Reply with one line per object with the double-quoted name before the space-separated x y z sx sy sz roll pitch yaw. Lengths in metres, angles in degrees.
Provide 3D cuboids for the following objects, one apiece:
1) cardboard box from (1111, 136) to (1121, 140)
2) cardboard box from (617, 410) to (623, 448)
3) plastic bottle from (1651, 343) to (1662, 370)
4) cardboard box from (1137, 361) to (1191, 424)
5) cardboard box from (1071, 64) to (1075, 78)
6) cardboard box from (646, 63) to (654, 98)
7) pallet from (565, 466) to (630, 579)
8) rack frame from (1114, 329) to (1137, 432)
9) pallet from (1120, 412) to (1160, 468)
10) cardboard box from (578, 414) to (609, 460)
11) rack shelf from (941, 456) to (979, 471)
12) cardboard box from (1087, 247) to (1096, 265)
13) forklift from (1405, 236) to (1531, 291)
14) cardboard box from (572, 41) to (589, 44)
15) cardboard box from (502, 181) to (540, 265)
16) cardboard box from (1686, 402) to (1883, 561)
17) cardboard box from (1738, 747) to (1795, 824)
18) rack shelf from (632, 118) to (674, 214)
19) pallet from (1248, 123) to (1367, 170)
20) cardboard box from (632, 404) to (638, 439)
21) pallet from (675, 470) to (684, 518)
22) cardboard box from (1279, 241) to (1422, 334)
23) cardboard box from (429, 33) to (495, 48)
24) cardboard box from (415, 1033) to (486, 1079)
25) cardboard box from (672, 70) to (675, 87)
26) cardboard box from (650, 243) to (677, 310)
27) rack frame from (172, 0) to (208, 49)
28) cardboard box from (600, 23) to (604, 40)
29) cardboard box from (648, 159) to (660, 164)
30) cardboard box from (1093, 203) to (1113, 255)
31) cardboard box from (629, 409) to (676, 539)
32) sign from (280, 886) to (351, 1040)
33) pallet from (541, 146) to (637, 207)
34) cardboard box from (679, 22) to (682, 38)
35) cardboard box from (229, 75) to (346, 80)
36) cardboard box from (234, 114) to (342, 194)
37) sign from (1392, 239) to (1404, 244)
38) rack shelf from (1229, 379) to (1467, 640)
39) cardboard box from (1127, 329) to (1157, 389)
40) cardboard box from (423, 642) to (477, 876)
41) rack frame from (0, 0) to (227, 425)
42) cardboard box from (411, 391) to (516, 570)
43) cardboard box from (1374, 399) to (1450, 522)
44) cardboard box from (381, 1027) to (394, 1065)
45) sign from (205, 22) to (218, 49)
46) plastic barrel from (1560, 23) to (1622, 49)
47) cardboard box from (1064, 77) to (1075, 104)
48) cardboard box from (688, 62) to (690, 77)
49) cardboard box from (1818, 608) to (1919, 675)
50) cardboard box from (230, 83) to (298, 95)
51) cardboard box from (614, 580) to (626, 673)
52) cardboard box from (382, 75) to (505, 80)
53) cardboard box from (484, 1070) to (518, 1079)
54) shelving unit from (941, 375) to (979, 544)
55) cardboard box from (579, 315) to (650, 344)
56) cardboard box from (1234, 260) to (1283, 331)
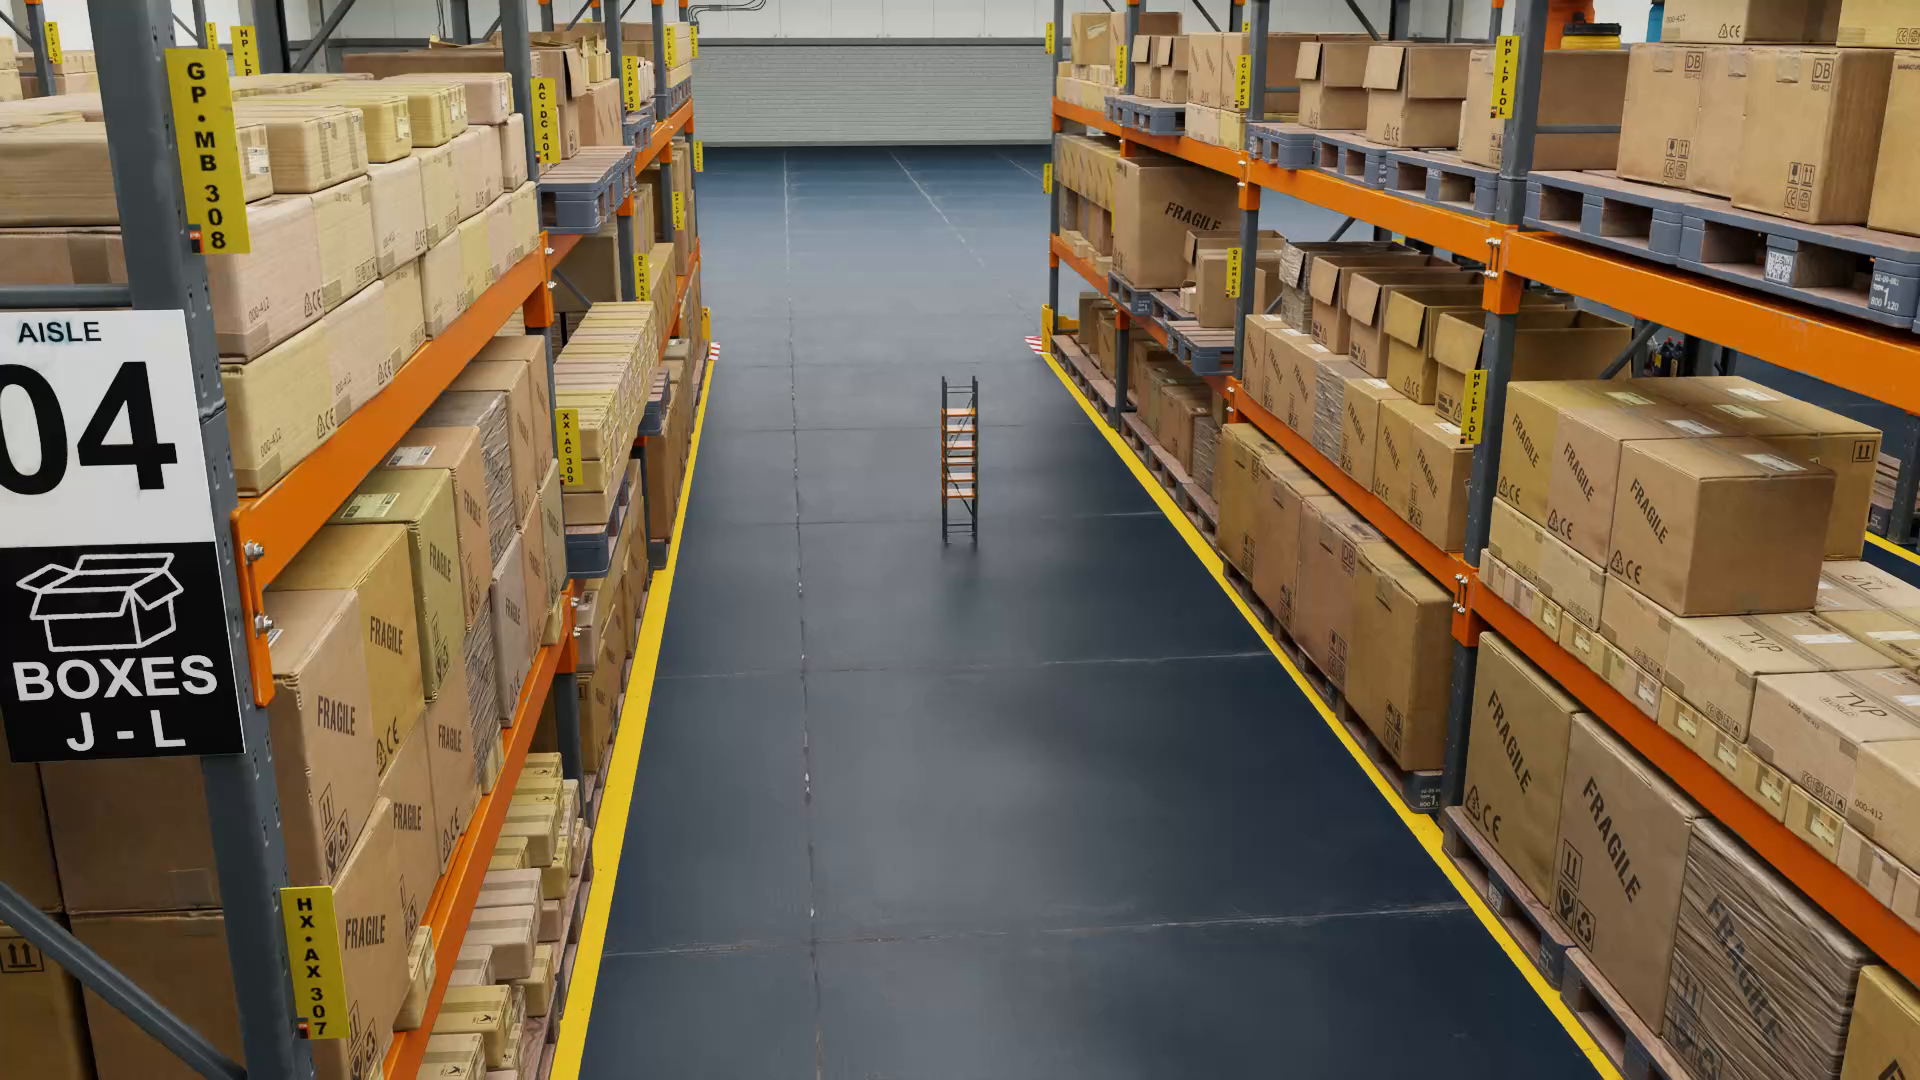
"cardboard box" 1.887 -4.016 17.630 0.500 0.500 0.500 -2 18 -6
"cardboard box" -1.845 -0.542 8.117 0.380 0.149 0.250 -3 18 -8
"plastic bottle" 7.124 -1.876 16.967 0.097 0.271 0.097 0 17 0
"cardboard box" 1.982 -1.297 14.738 0.700 0.500 0.500 -3 18 -10
"cardboard box" 1.362 -4.880 17.291 0.380 0.149 0.250 -1 17 -3
"cardboard box" -2.658 -3.586 12.968 0.500 0.250 0.500 -2 18 -6
"pallet" -2.113 -0.097 7.799 1.003 0.211 1.213 -2 18 -6
"rack frame" 1.940 -2.463 15.015 1.000 3.000 0.127 -2 18 -6
"pallet" 2.021 -0.901 14.694 1.003 0.211 1.213 -2 18 -6
"cardboard box" -1.762 -0.452 7.335 0.380 0.149 0.250 -1 17 -3
"rack shelf" -0.001 -0.534 12.024 0.258 0.103 0.180 -2 18 -6
"cardboard box" 1.485 -2.846 16.652 0.380 0.149 0.250 -2 18 -6
"forklift" 4.377 -2.121 14.038 1.130 2.935 3.031 -2 17 -5
"cardboard box" -3.311 -4.228 14.515 0.500 0.250 0.500 -2 18 -6
"cardboard box" -1.860 -1.178 6.165 0.500 0.250 0.500 -1 17 -4
"cardboard box" 3.126 -0.230 6.403 0.500 0.500 0.500 -2 18 -5
"cardboard box" 2.679 0.755 5.185 0.380 0.149 0.250 -2 18 -5
"rack shelf" -2.798 -2.832 12.383 1.077 0.370 4.000 -2 18 -6
"pallet" 2.471 -2.422 10.192 1.213 0.211 1.003 -1 17 -3
"cardboard box" -1.925 -0.633 8.902 0.380 0.149 0.250 -3 18 -8
"pallet" -2.721 -0.418 13.155 1.003 0.211 1.213 -2 18 -6
"cardboard box" 2.411 -1.579 10.358 0.797 0.503 0.637 -1 17 -4
"cardboard box" -2.771 -2.710 9.347 0.396 0.266 0.258 -2 18 -6
"cardboard box" -1.657 1.633 5.033 0.380 0.149 0.250 -1 17 -3
"cardboard box" -2.732 -4.095 14.758 0.380 0.149 0.250 -2 18 -5
"cardboard box" -2.685 -2.240 14.139 0.500 0.500 0.500 -2 18 -6
"rack frame" -8.330 -6.211 16.937 1.000 3.000 0.127 -2 18 -6
"cardboard box" -3.436 -4.603 15.045 0.380 0.149 0.250 -1 17 -5
"cardboard box" -3.181 -3.198 15.302 0.875 0.550 0.550 -2 18 -6
"cardboard box" 1.786 -3.085 16.331 0.875 0.500 0.500 -2 18 -6
"cardboard box" -2.565 -0.459 11.687 1.050 0.750 0.750 -2 18 -6
"sign" -1.227 0.805 3.158 0.100 0.325 0.005 -2 18 -6
"pallet" -2.247 -1.794 8.190 1.213 0.211 1.003 -2 18 -6
"cardboard box" -2.887 -4.927 16.076 0.380 0.149 0.250 -2 18 -5
"cardboard box" -2.395 -1.568 5.908 0.380 0.149 0.250 -3 18 -8
"cardboard box" -1.537 -0.816 3.511 0.380 0.149 0.250 -2 18 -6
"sign" 2.904 -1.842 11.103 0.100 0.325 0.005 -2 18 -6
"rack shelf" 2.558 -0.332 9.429 1.077 0.370 4.000 -2 18 -6
"cardboard box" 1.871 -1.762 16.253 0.500 0.500 0.500 4 18 12
"cardboard box" -1.657 0.598 4.600 0.500 0.500 0.500 -2 17 -5
"rack frame" -1.767 -1.627 2.336 1.000 3.000 0.127 -2 18 -6
"cardboard box" -1.764 -0.185 5.425 0.500 0.500 0.500 -1 17 -4
"cardboard box" 2.401 -0.406 8.295 0.500 0.500 0.500 -1 17 -4
"cardboard box" -1.541 1.174 3.849 0.380 0.149 0.250 -1 17 -4
"sign" -7.776 -5.213 17.289 0.100 0.325 0.005 -2 18 -6
"plastic barrel" 6.698 -5.193 17.688 0.600 0.588 0.600 0 17 0
"cardboard box" 1.379 -4.709 17.412 0.500 0.250 0.500 -2 18 -7
"cardboard box" -2.993 -4.851 17.164 0.380 0.149 0.250 -2 17 -5
"cardboard box" 3.229 0.431 5.551 0.500 0.250 0.500 -2 18 -7
"cardboard box" -2.284 -1.340 5.181 0.380 0.149 0.250 -2 18 -7
"cardboard box" -2.115 0.494 9.067 0.500 0.500 0.500 -1 17 -5
"cardboard box" -1.838 -1.581 5.949 0.380 0.149 0.250 -1 17 -4
"cardboard box" -1.621 1.850 5.334 0.380 0.149 0.250 -3 18 -8
"shelving unit" -0.001 -0.577 12.011 0.258 1.200 0.189 -2 18 -6
"cardboard box" -2.034 -1.228 9.805 0.380 0.149 0.250 -1 17 -4
"cardboard box" 2.257 -1.679 11.649 0.500 0.500 0.500 -4 18 -12
